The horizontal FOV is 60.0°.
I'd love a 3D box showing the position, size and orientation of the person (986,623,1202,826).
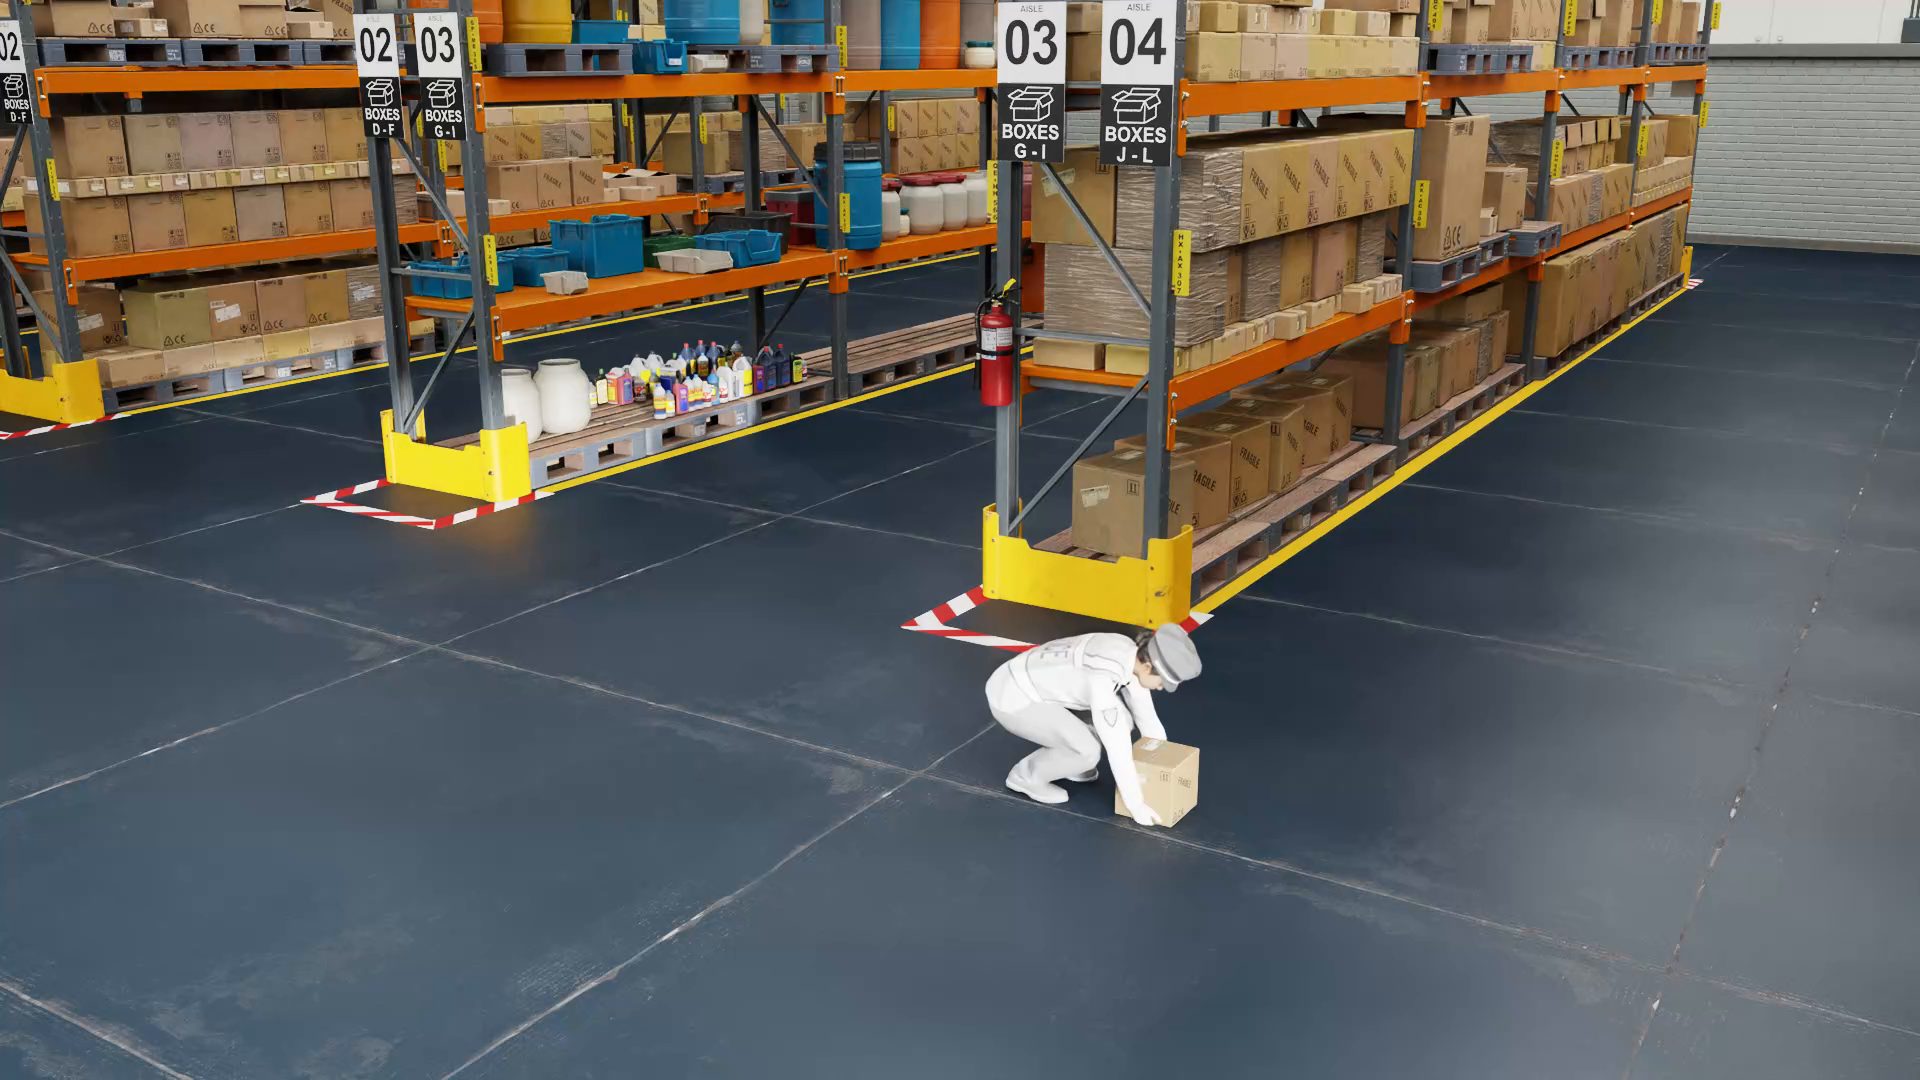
[{"bbox_3d":[0.540,0.714,6.805,0.886,0.853,0.473,10,19,30],"label":"person"}]
